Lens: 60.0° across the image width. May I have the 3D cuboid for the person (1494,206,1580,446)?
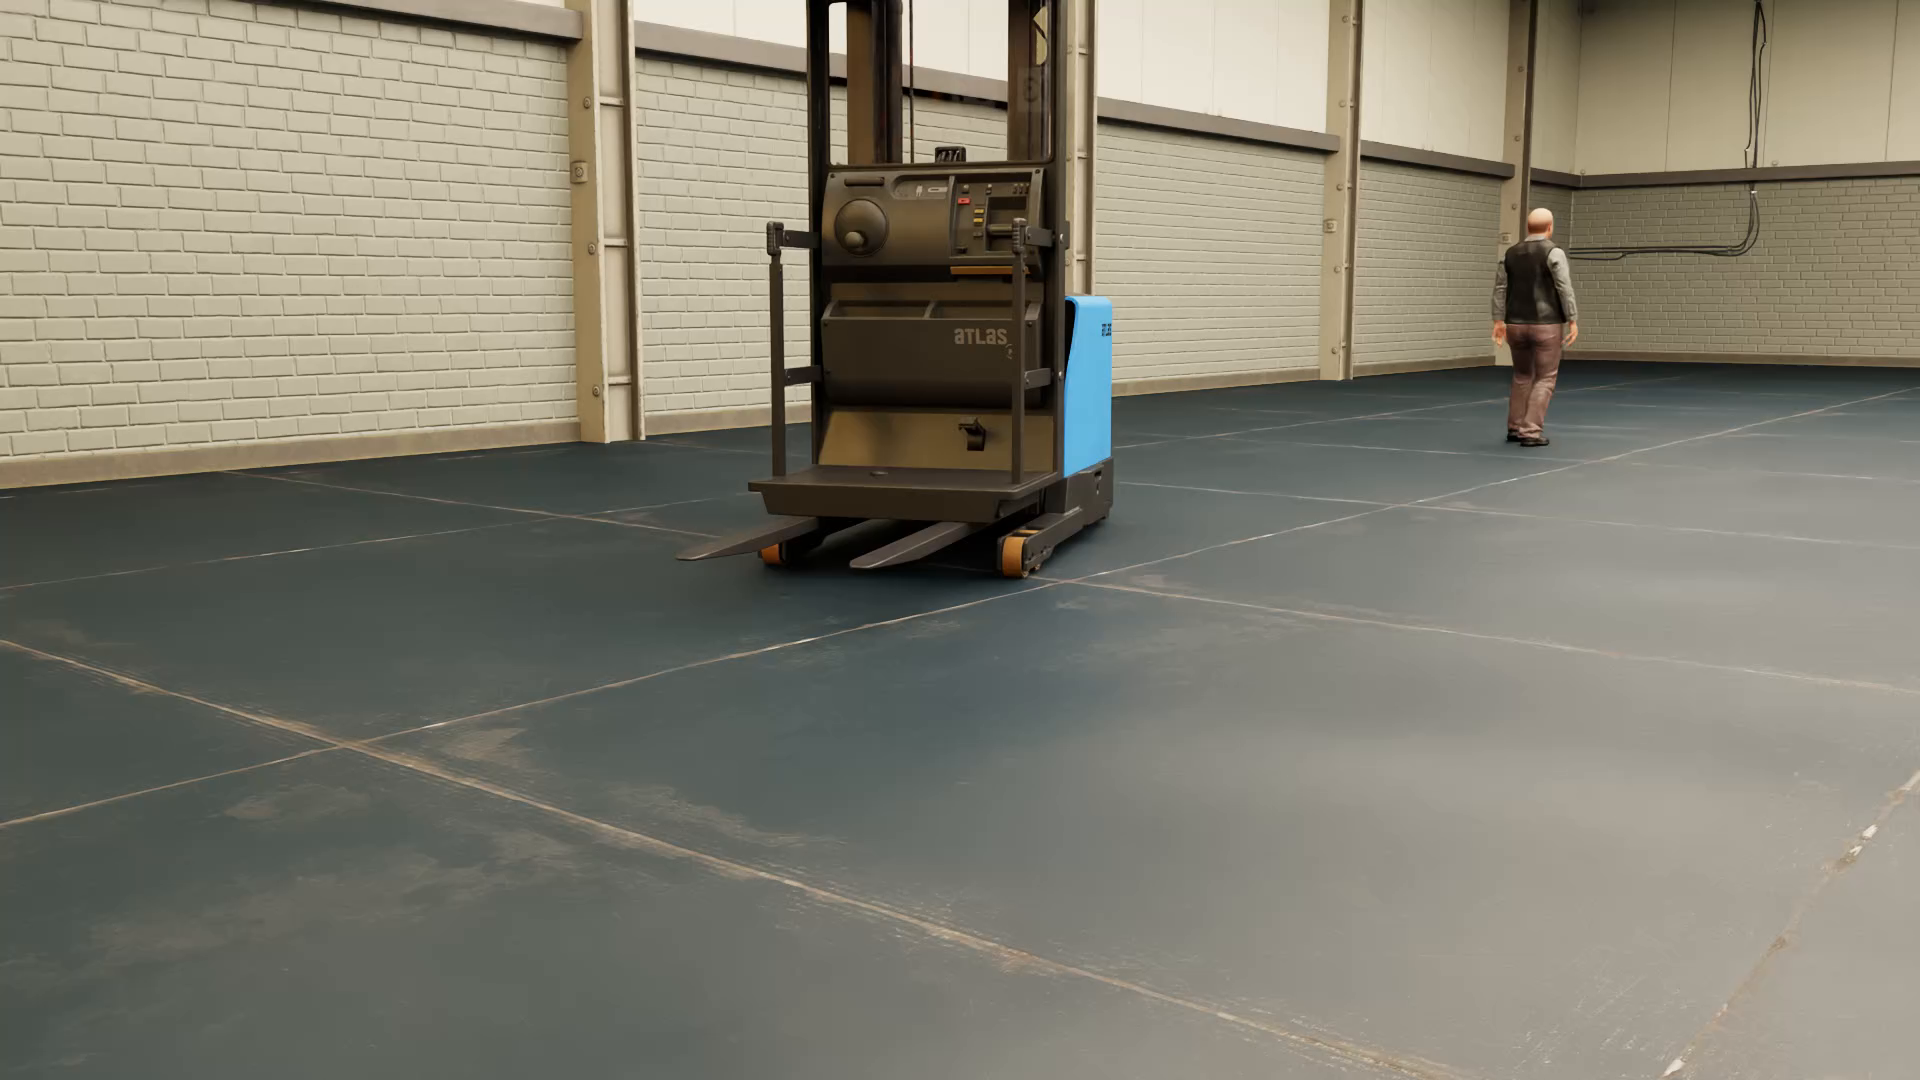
[{"bbox_3d":[4.238,-1.542,12.128,0.508,1.748,0.614,-7,11,-38],"label":"person"}]

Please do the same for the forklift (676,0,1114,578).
[{"bbox_3d":[-0.176,-1.366,6.616,1.130,2.935,3.031,3,9,17],"label":"forklift"}]
